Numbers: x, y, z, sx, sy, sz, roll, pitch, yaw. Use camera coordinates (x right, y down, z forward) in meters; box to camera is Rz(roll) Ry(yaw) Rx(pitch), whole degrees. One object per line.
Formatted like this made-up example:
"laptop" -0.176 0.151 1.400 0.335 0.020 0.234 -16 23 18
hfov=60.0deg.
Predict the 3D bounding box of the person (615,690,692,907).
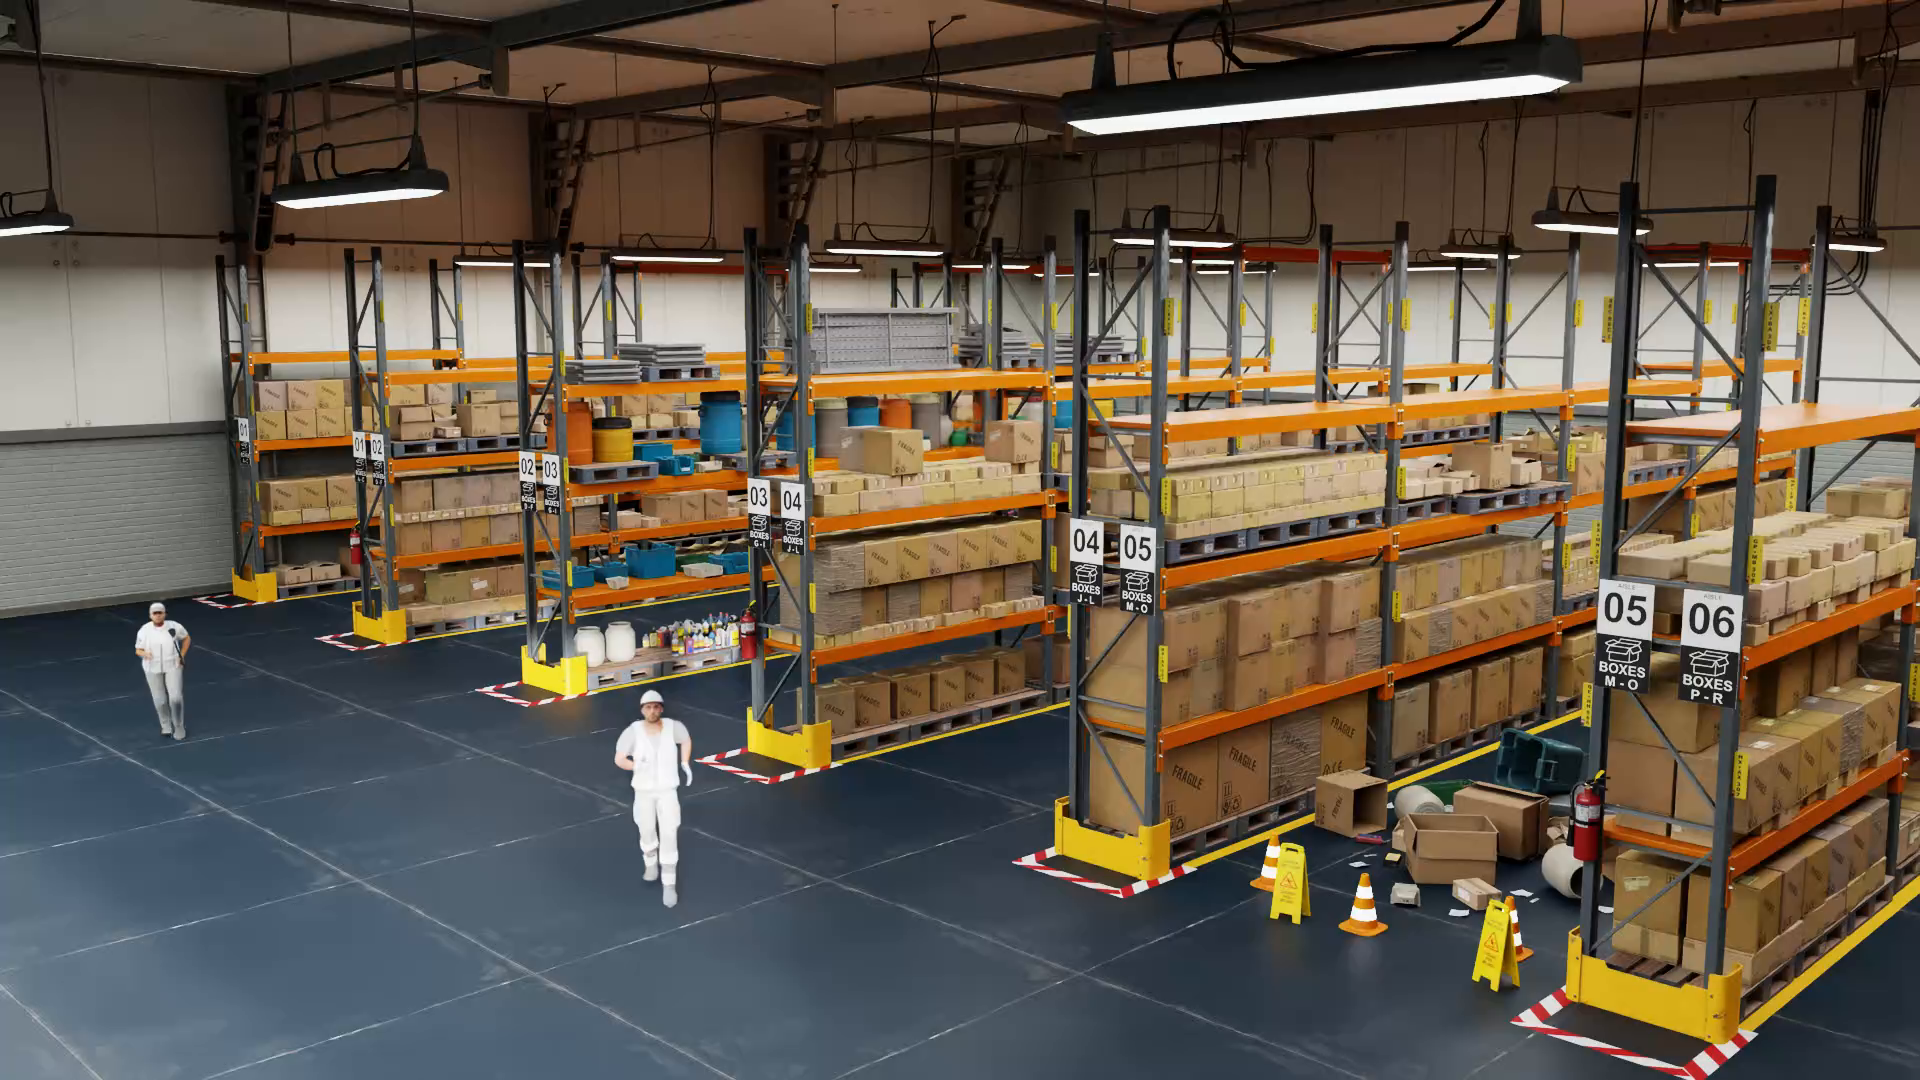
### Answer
"person" -2.681 2.210 14.584 0.664 1.834 0.807 -2 8 -10

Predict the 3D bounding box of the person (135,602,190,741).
"person" -9.455 1.571 19.755 0.580 1.680 0.685 -3 9 -21
